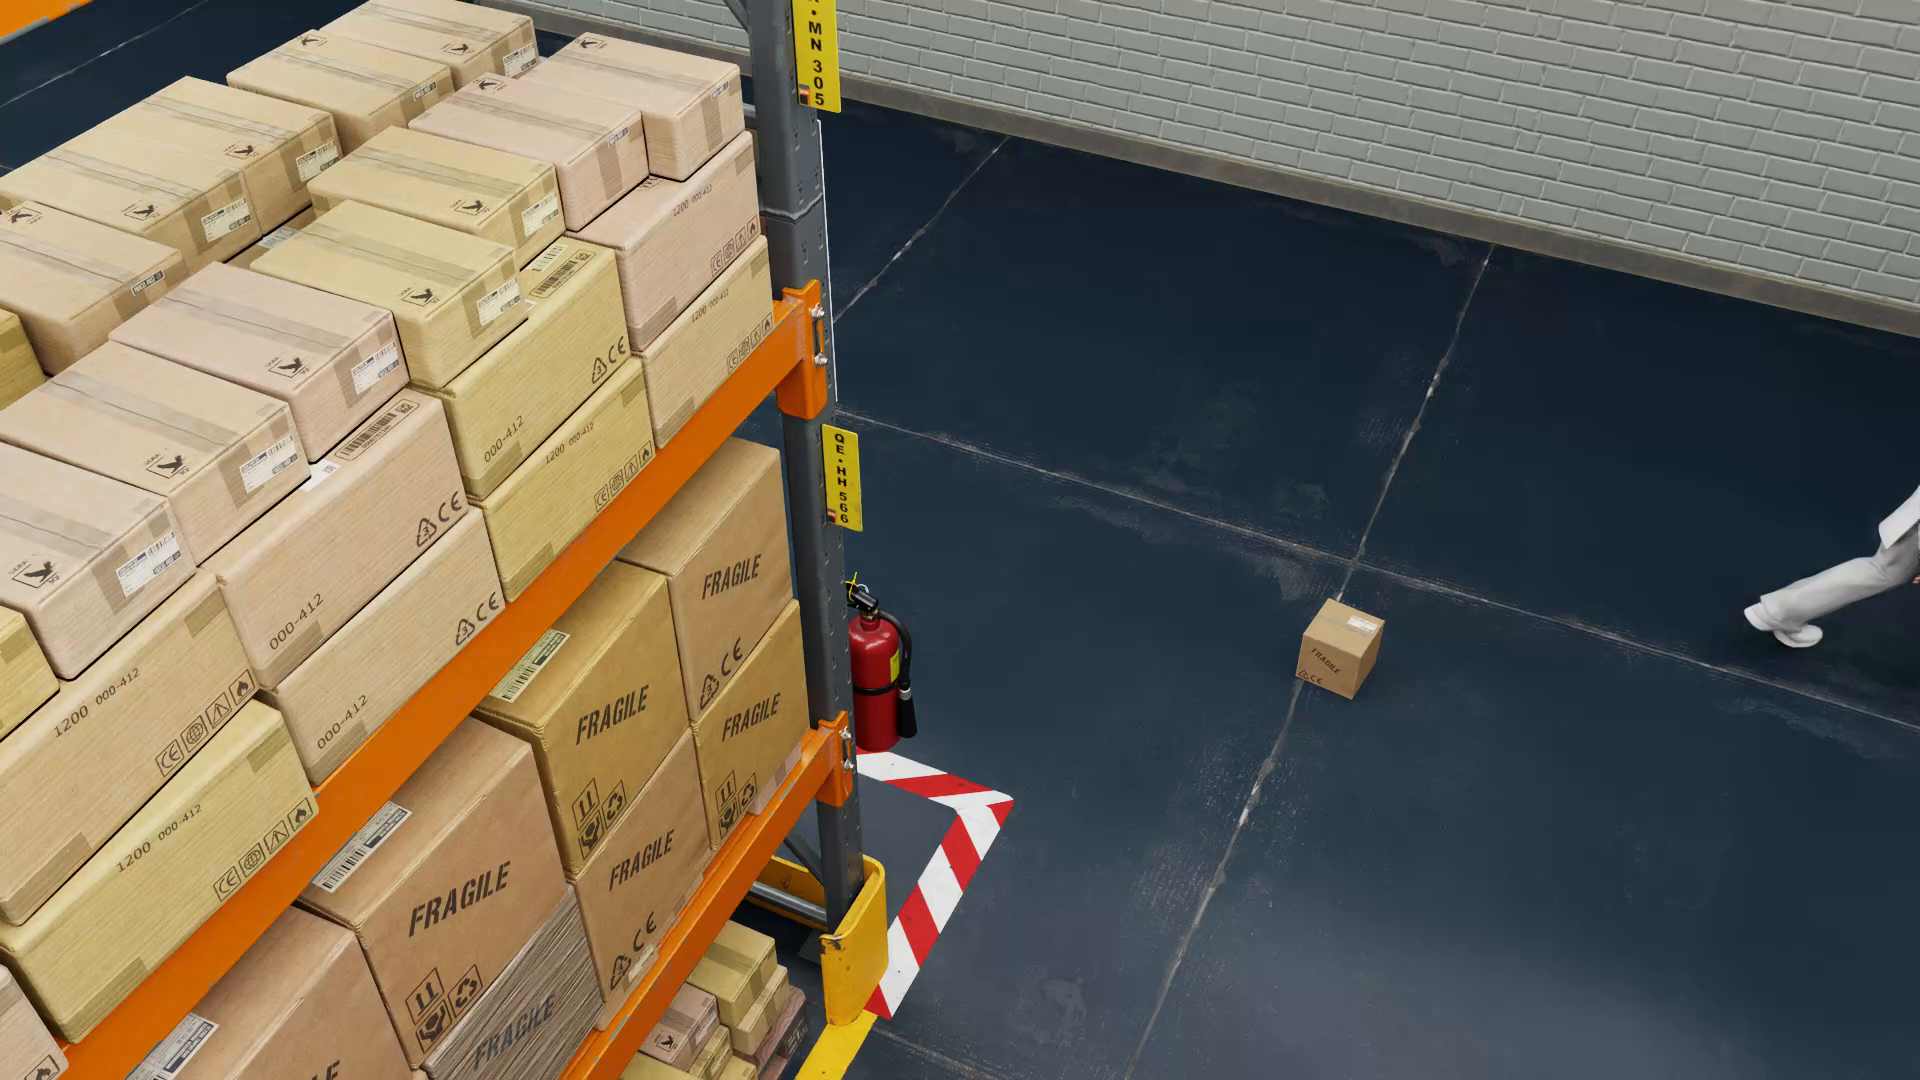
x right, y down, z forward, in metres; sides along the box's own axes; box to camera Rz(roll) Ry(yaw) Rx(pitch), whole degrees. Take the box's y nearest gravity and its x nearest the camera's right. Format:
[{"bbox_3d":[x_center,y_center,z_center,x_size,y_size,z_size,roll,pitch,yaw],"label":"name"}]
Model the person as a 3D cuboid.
[{"bbox_3d":[3.784,-0.110,6.297,1.049,1.734,0.595,5,42,6],"label":"person"}]
